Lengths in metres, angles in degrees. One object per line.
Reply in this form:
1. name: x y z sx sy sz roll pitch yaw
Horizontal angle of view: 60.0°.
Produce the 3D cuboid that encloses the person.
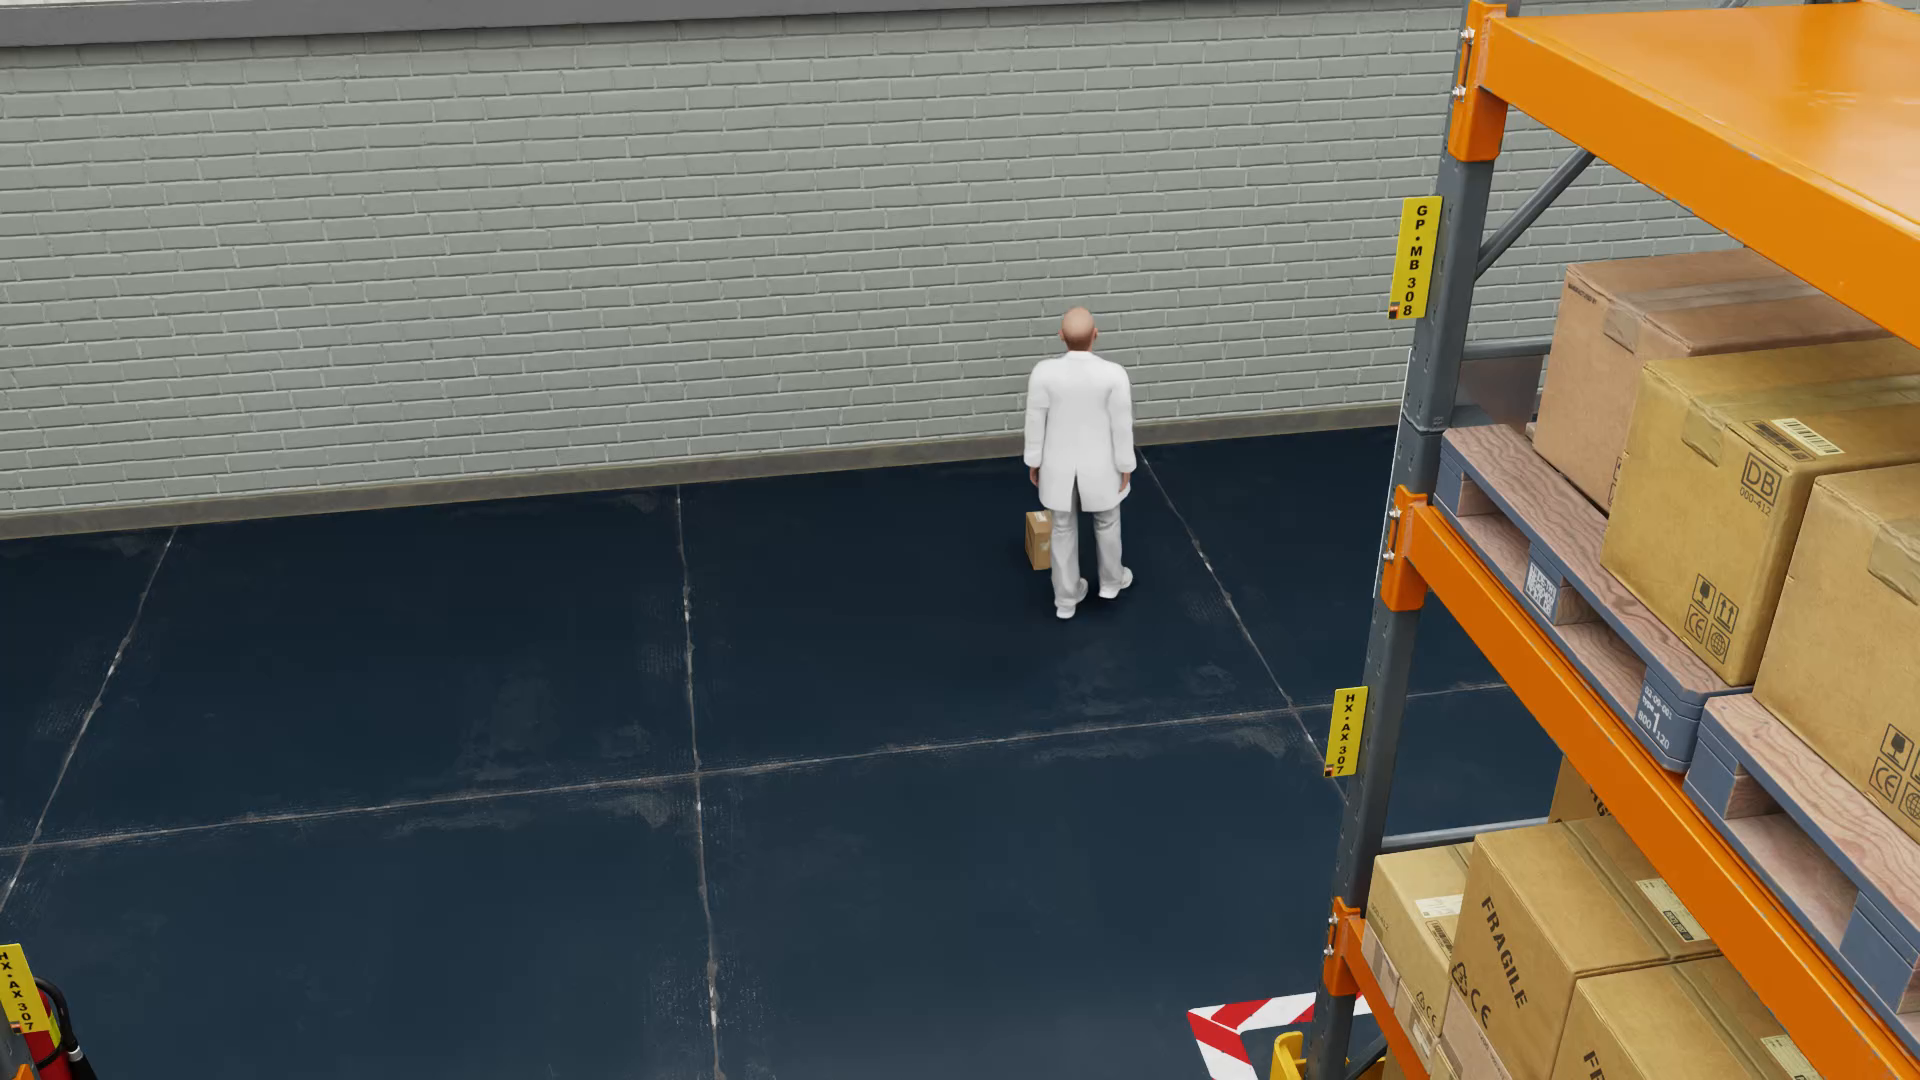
1. person: 0.657 -0.459 8.932 0.602 1.791 0.569 5 31 8
